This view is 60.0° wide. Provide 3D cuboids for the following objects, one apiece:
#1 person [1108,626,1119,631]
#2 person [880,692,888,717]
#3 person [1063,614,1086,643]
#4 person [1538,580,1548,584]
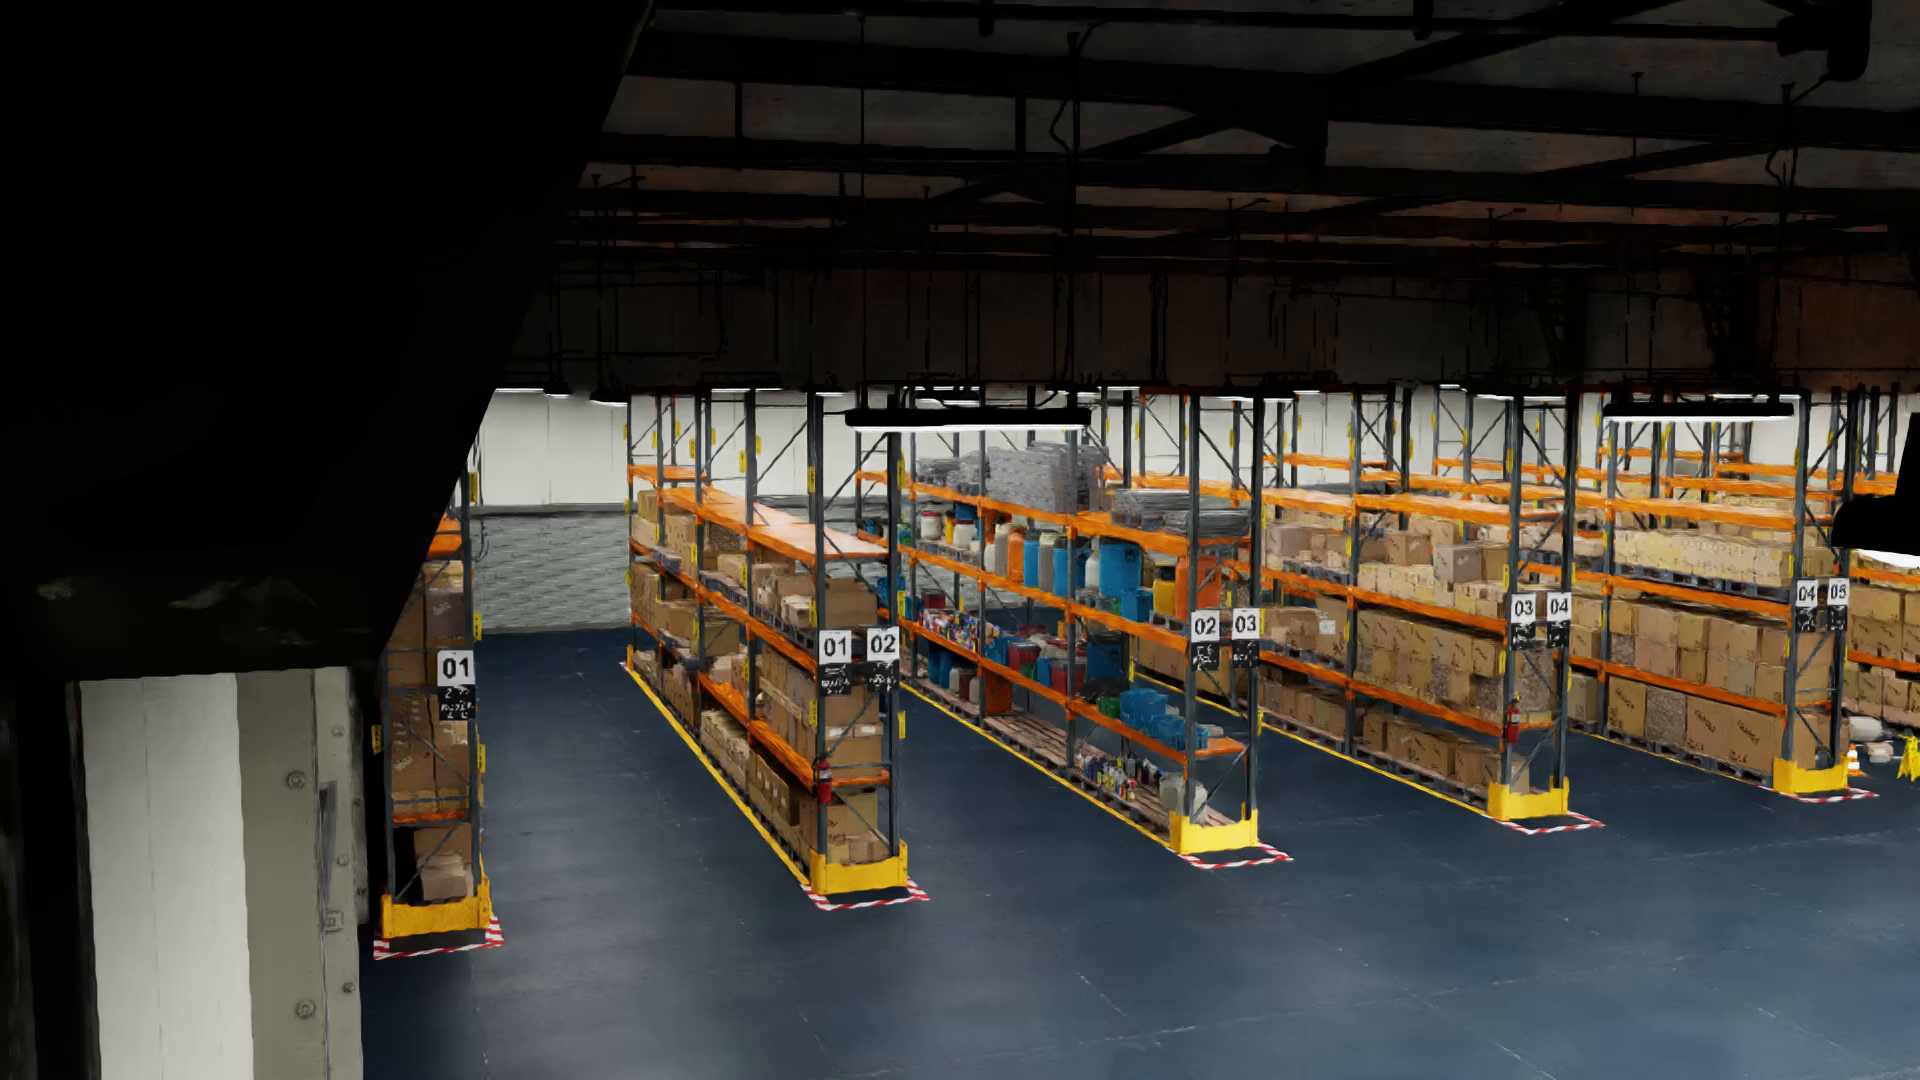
[{"bbox_3d":[2.769,2.349,30.177,0.574,1.717,0.646,1,6,11],"label":"person"},{"bbox_3d":[-1.572,2.405,30.251,0.532,1.588,0.535,1,6,5],"label":"person"},{"bbox_3d":[2.452,1.901,35.107,0.443,1.591,1.110,-2,6,-21],"label":"person"},{"bbox_3d":[12.515,1.737,35.878,0.591,1.763,0.685,0,6,2],"label":"person"}]
